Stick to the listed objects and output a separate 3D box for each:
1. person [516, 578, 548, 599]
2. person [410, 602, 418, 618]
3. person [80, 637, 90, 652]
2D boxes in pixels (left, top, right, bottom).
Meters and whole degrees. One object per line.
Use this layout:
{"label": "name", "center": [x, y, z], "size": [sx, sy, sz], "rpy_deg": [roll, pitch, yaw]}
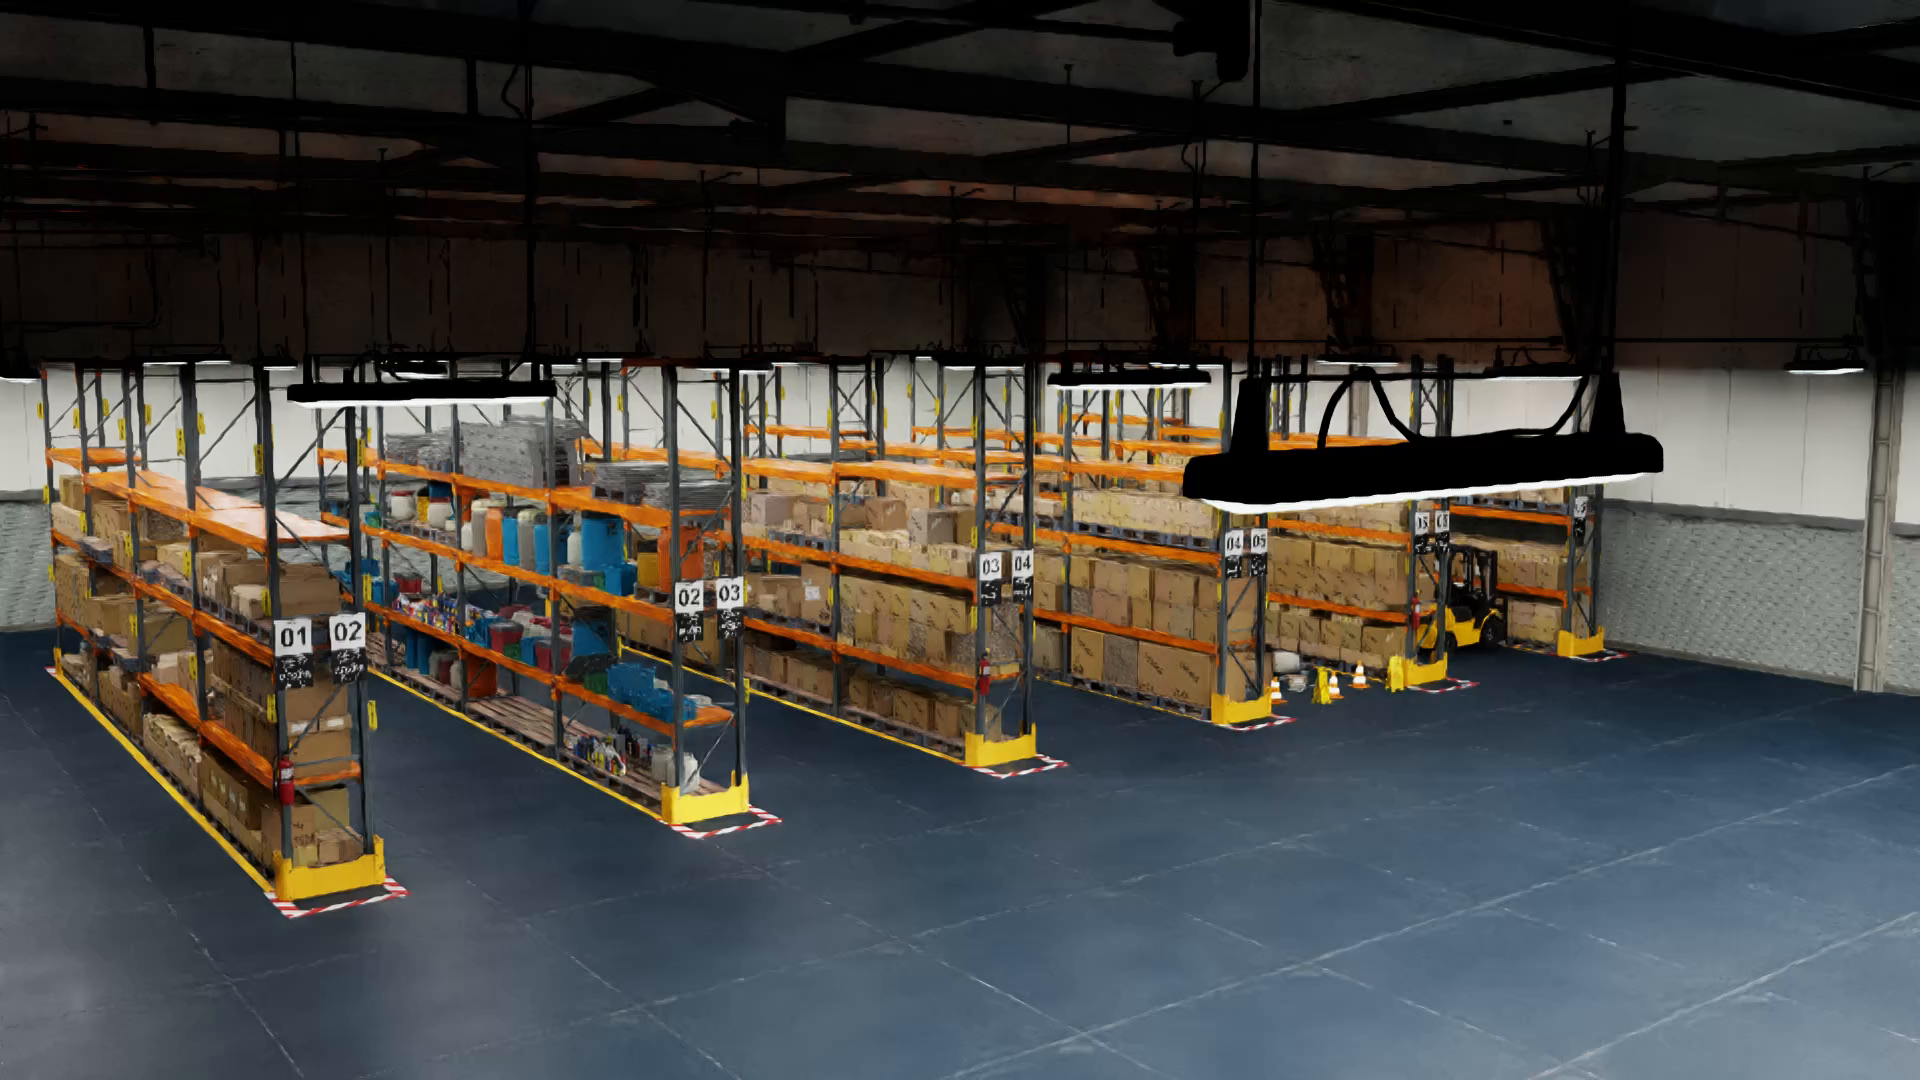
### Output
{"label": "person", "center": [-2.007, 1.101, 19.123], "size": [39.887, 5.854, 25.315], "rpy_deg": [5, 8, 36]}
{"label": "person", "center": [-0.780, 1.563, 32.777], "size": [19.080, 1.670, 1.205], "rpy_deg": [-1, 7, -12]}
{"label": "person", "center": [-17.425, 1.439, 33.484], "size": [0.555, 1.777, 0.601], "rpy_deg": [2, 7, 18]}
